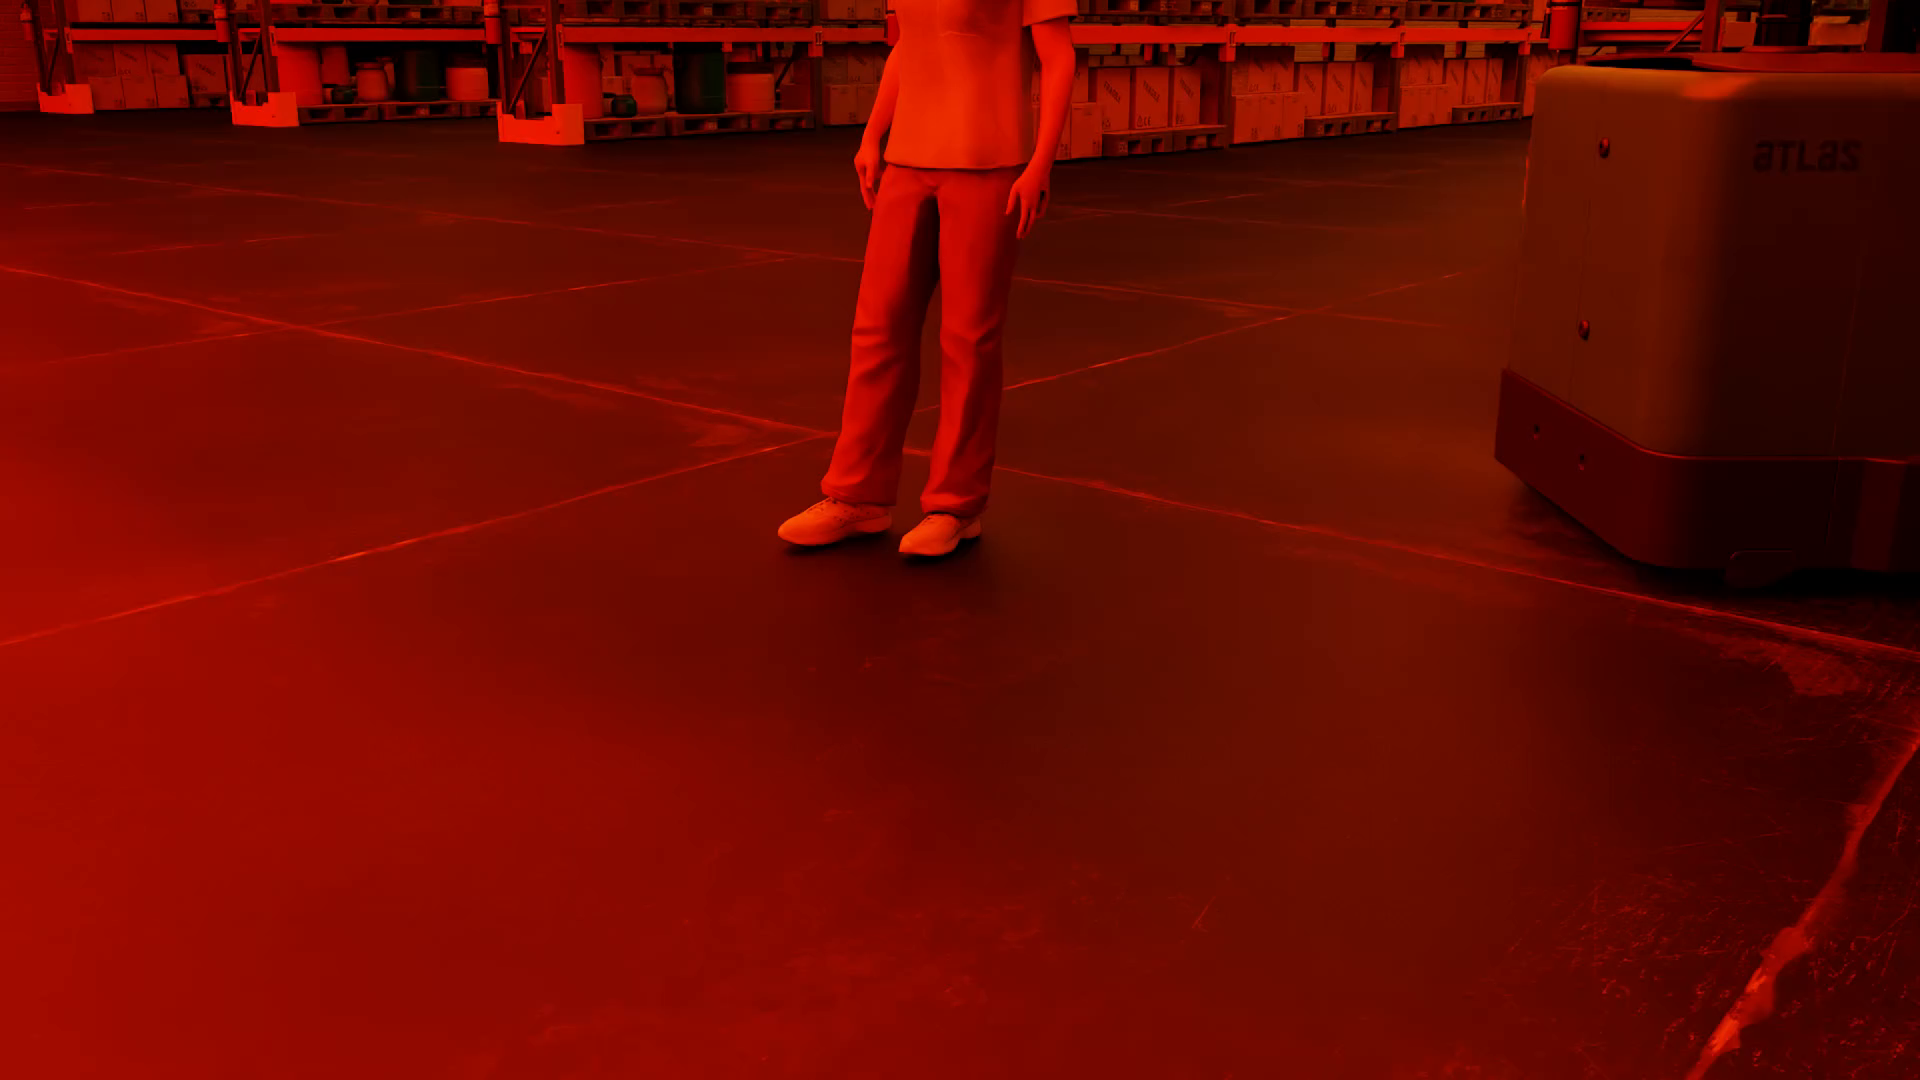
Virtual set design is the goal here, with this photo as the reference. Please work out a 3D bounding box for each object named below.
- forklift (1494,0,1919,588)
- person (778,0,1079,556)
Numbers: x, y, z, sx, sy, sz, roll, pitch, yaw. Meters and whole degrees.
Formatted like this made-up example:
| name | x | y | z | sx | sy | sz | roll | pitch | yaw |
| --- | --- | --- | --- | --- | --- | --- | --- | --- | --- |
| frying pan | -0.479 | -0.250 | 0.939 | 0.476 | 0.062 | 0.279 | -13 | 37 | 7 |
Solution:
| name | x | y | z | sx | sy | sz | roll | pitch | yaw |
| --- | --- | --- | --- | --- | --- | --- | --- | --- | --- |
| forklift | 2.937 | -1.431 | 3.609 | 3.031 | 2.935 | 1.130 | 0 | 17 | -1 |
| person | -0.055 | -0.794 | 3.649 | 0.554 | 1.676 | 0.549 | 13 | 21 | 37 |
